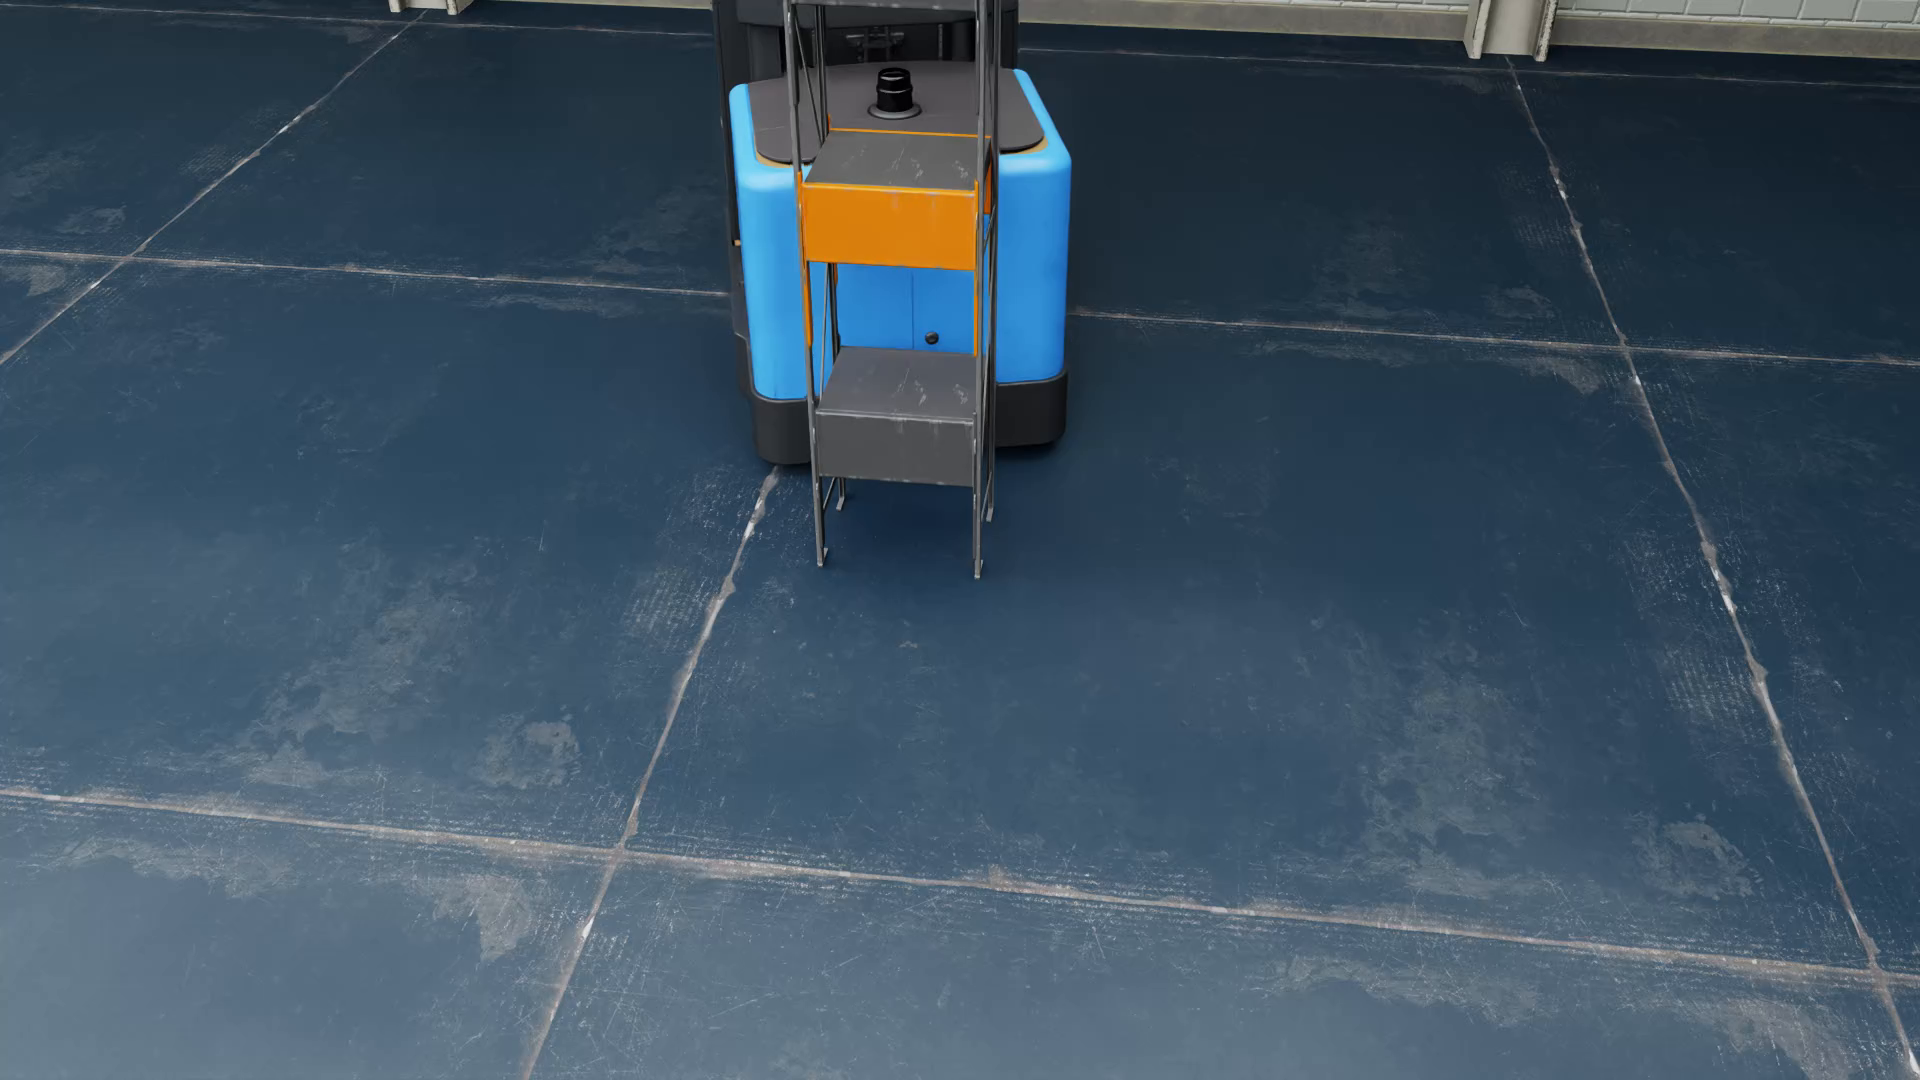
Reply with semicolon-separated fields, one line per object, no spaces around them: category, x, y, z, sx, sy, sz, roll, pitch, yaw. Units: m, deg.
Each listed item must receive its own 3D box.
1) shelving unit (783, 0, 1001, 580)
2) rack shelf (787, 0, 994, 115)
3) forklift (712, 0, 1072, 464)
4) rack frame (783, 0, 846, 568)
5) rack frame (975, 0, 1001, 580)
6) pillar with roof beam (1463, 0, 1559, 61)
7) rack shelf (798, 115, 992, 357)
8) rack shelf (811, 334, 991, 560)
shelving unit;-0.164;-0.867;4.657;0.503;2.100;0.431;4;36;6
rack shelf;-0.164;-1.426;4.259;0.480;0.518;0.431;4;36;6
forklift;-0.372;-2.289;5.934;1.130;2.935;3.031;-5;36;-7
rack frame;-0.406;-0.885;4.683;0.015;2.100;0.400;4;36;6
rack frame;0.078;-0.849;4.632;0.015;2.100;0.400;4;36;6
pillar with roof beam;2.377;-3.819;2.854;0.400;9.000;9.100;4;36;6
rack shelf;-0.164;-0.856;4.665;0.480;0.518;0.431;4;36;6
rack shelf;-0.164;-0.286;5.072;0.480;0.518;0.431;4;36;6
